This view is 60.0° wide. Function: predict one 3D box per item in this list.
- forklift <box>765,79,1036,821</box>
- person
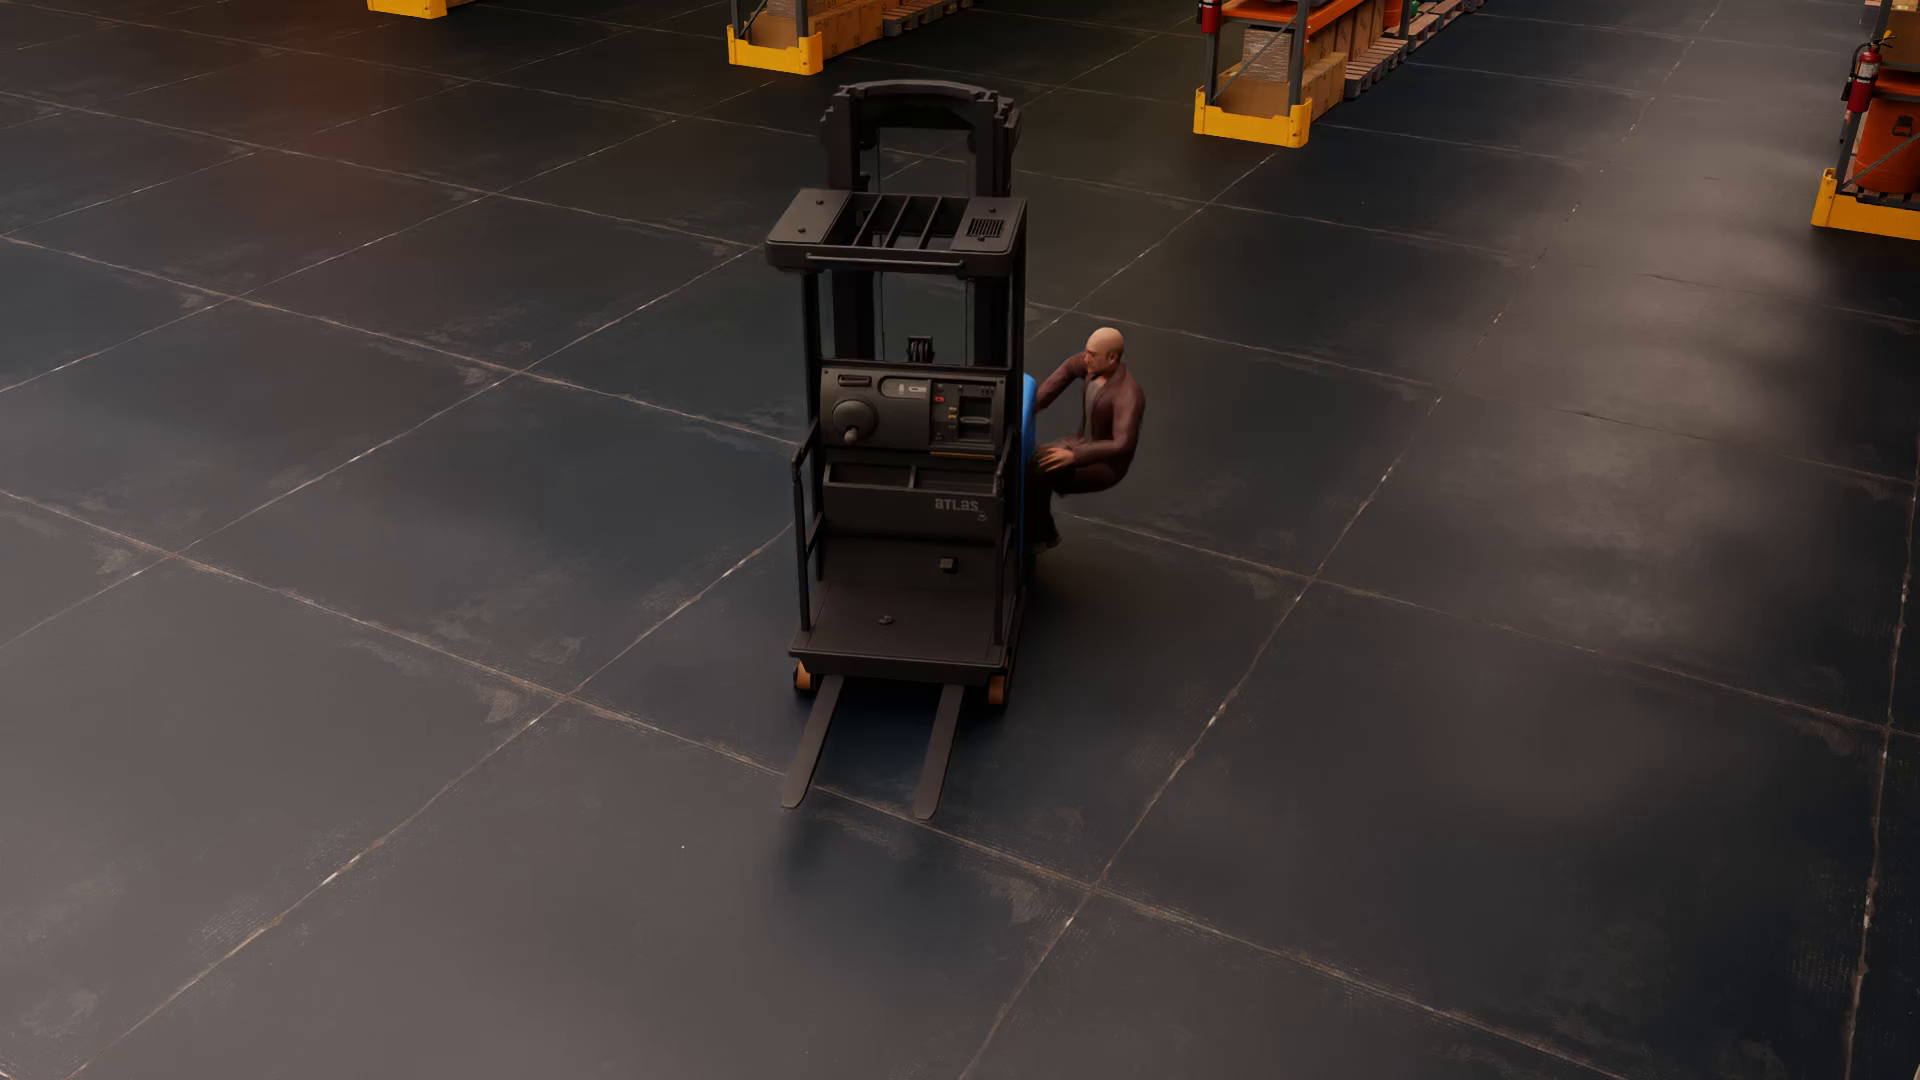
[{"bbox_3d":[-0.263,-0.603,8.116,1.130,2.935,3.031,4,30,7],"label":"forklift"},{"bbox_3d":[0.546,-0.437,9.230,0.896,1.544,0.944,-15,33,-24],"label":"person"}]
